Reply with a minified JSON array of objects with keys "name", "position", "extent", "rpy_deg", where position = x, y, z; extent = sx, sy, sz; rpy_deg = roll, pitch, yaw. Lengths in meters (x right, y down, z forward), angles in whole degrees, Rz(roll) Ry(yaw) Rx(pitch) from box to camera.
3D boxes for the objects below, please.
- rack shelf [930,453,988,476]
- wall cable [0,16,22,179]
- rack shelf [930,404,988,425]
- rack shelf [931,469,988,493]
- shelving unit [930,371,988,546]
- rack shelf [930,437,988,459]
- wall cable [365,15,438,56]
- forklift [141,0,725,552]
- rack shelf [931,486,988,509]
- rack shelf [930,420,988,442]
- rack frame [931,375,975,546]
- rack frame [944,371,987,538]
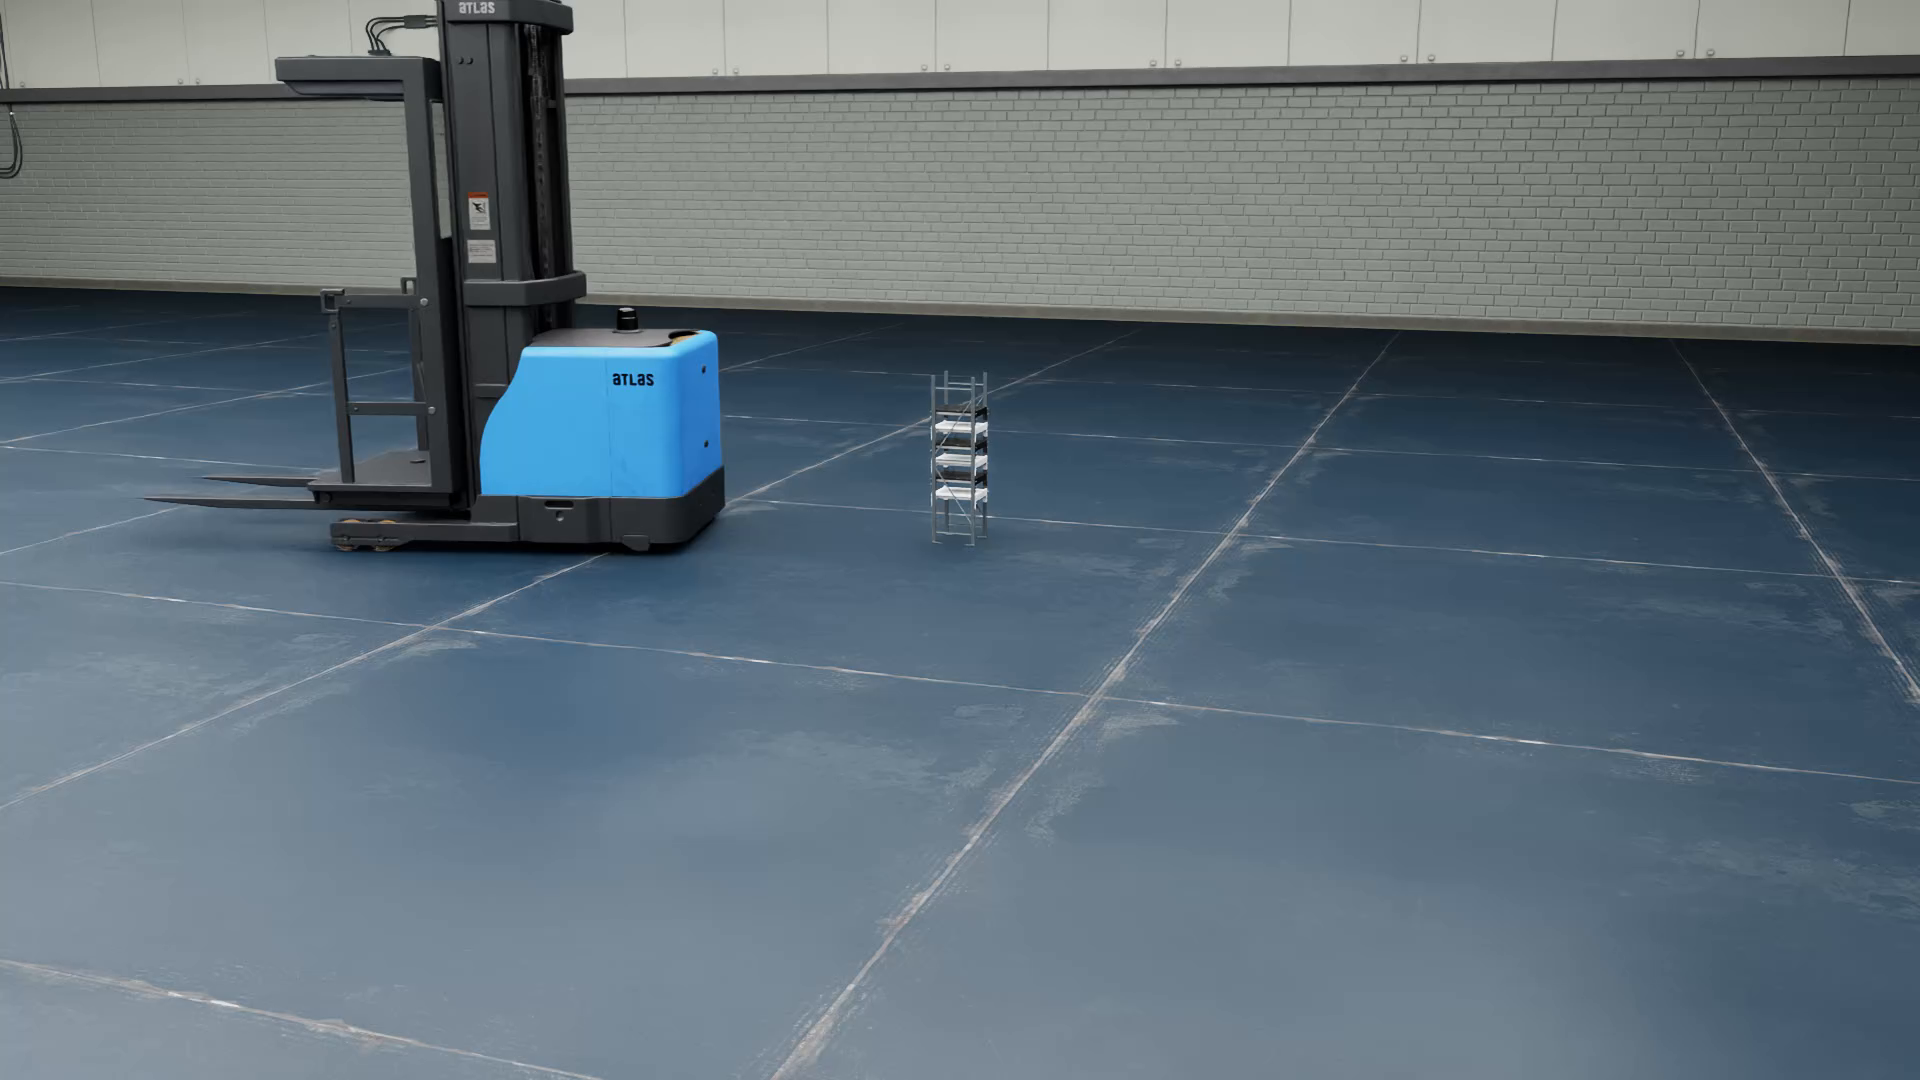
[{"name":"rack shelf","position":[-0.003,-0.405,8.888],"extent":[0.258,0.077,0.200],"rpy_deg":[4,14,18]},{"name":"wall cable","position":[-16.407,-7.077,26.749],"extent":[3.097,2.526,0.112],"rpy_deg":[4,14,18]},{"name":"rack shelf","position":[-0.003,-0.668,8.828],"extent":[0.258,0.077,0.200],"rpy_deg":[4,14,18]},{"name":"rack shelf","position":[-0.003,-0.317,8.908],"extent":[0.258,0.077,0.200],"rpy_deg":[4,14,18]},{"name":"shelving unit","position":[-0.003,-0.437,8.880],"extent":[0.258,0.900,0.210],"rpy_deg":[4,14,18]},{"name":"rack shelf","position":[-0.003,-0.492,8.868],"extent":[0.258,0.077,0.200],"rpy_deg":[4,14,18]},{"name":"wall cable","position":[-7.430,-9.562,23.016],"extent":[2.305,6.003,0.169],"rpy_deg":[4,14,18]},{"name":"forklift","position":[-2.887,-1.483,8.899],"extent":[3.031,2.935,1.130],"rpy_deg":[1,13,5]},{"name":"rack shelf","position":[-0.003,-0.229,8.928],"extent":[0.258,0.077,0.200],"rpy_deg":[4,14,18]},{"name":"rack shelf","position":[-0.003,-0.580,8.848],"extent":[0.258,0.077,0.200],"rpy_deg":[4,14,18]},{"name":"rack frame","position":[-0.036,-0.416,8.787],"extent":[0.240,0.900,0.006],"rpy_deg":[4,14,18]},{"name":"rack frame","position":[0.030,-0.458,8.974],"extent":[0.240,0.900,0.006],"rpy_deg":[4,14,18]}]
